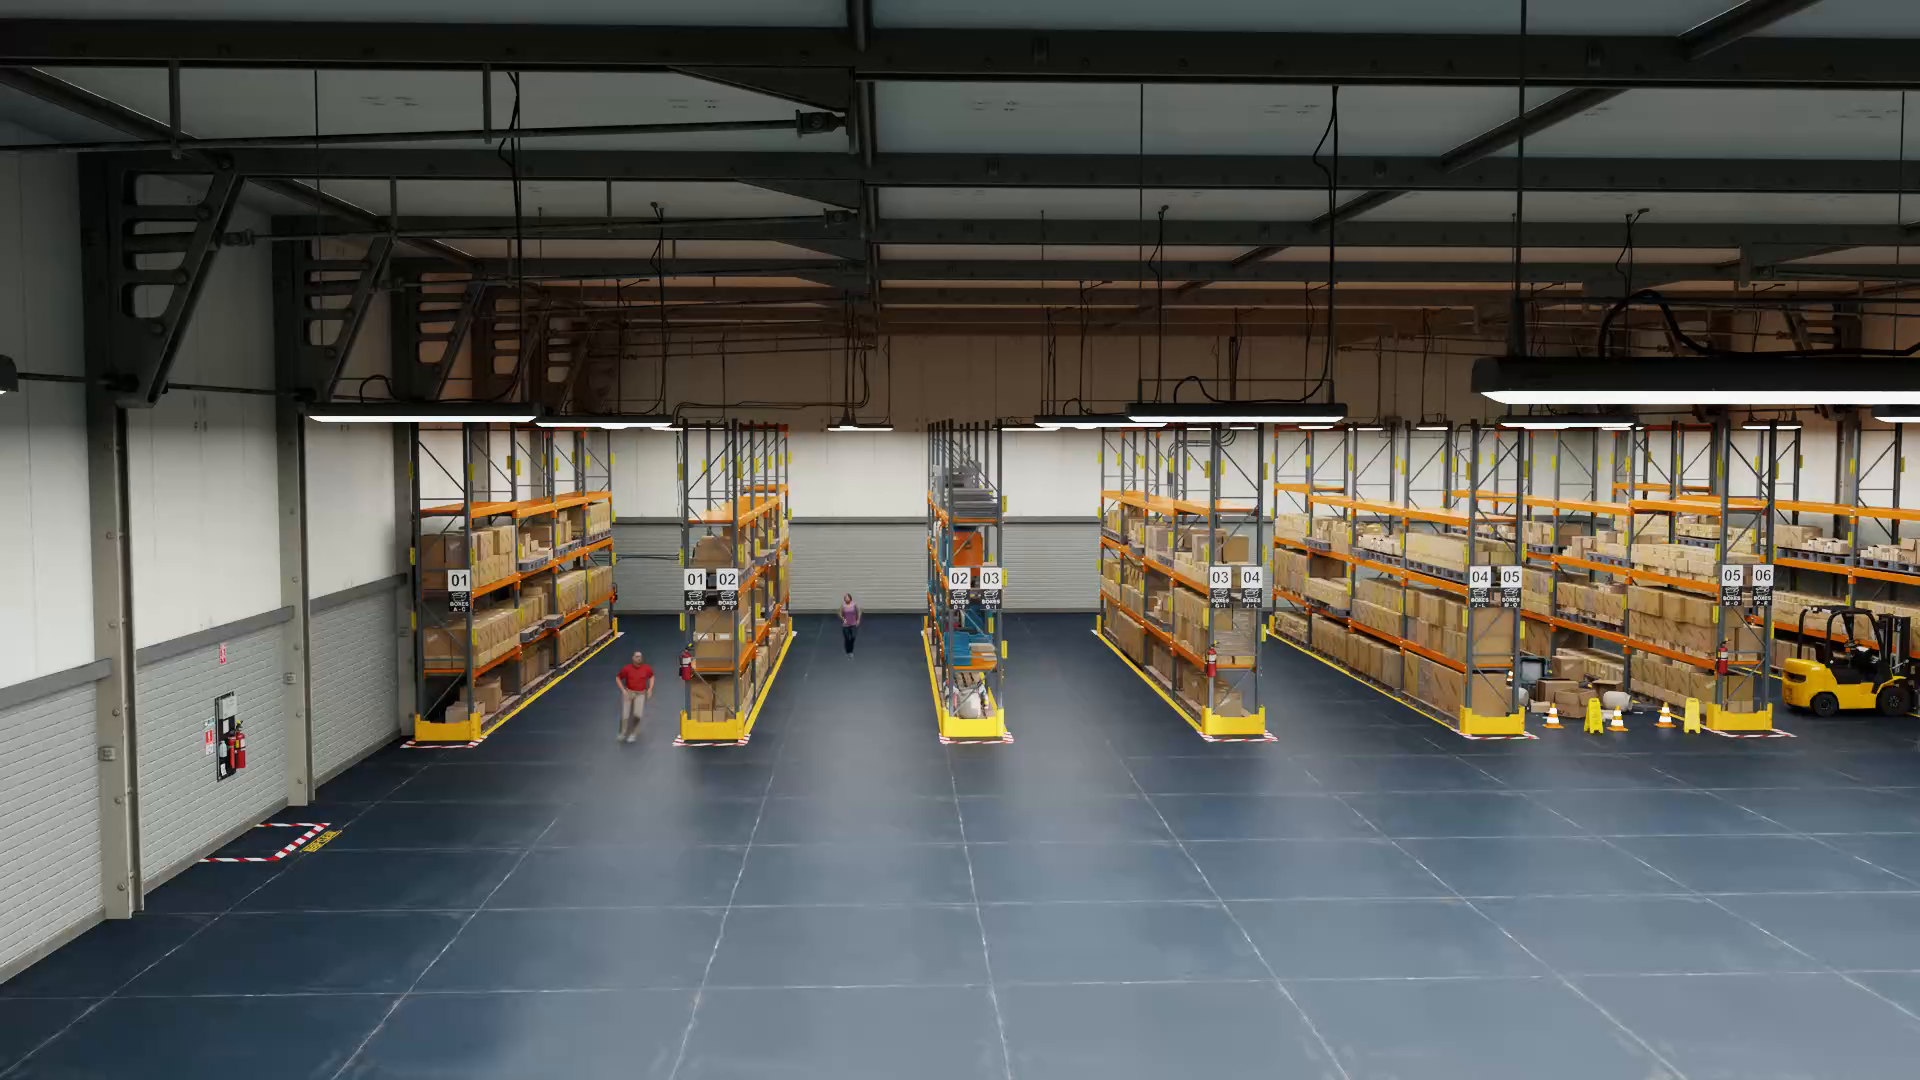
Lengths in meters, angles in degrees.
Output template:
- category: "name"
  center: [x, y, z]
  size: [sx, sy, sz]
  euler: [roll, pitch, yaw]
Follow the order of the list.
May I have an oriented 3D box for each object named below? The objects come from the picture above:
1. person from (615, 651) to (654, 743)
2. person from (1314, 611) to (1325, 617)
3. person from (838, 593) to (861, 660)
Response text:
- category: "person"
  center: [-6.024, 2.917, 30.852]
  size: [0.720, 1.712, 0.636]
  euler: [-1, 4, -13]
- category: "person"
  center: [10.559, 1.755, 48.676]
  size: [0.715, 1.755, 0.699]
  euler: [-2, 4, -26]
- category: "person"
  center: [-2.658, 2.101, 40.079]
  size: [0.552, 1.597, 0.623]
  euler: [0, 4, -4]
